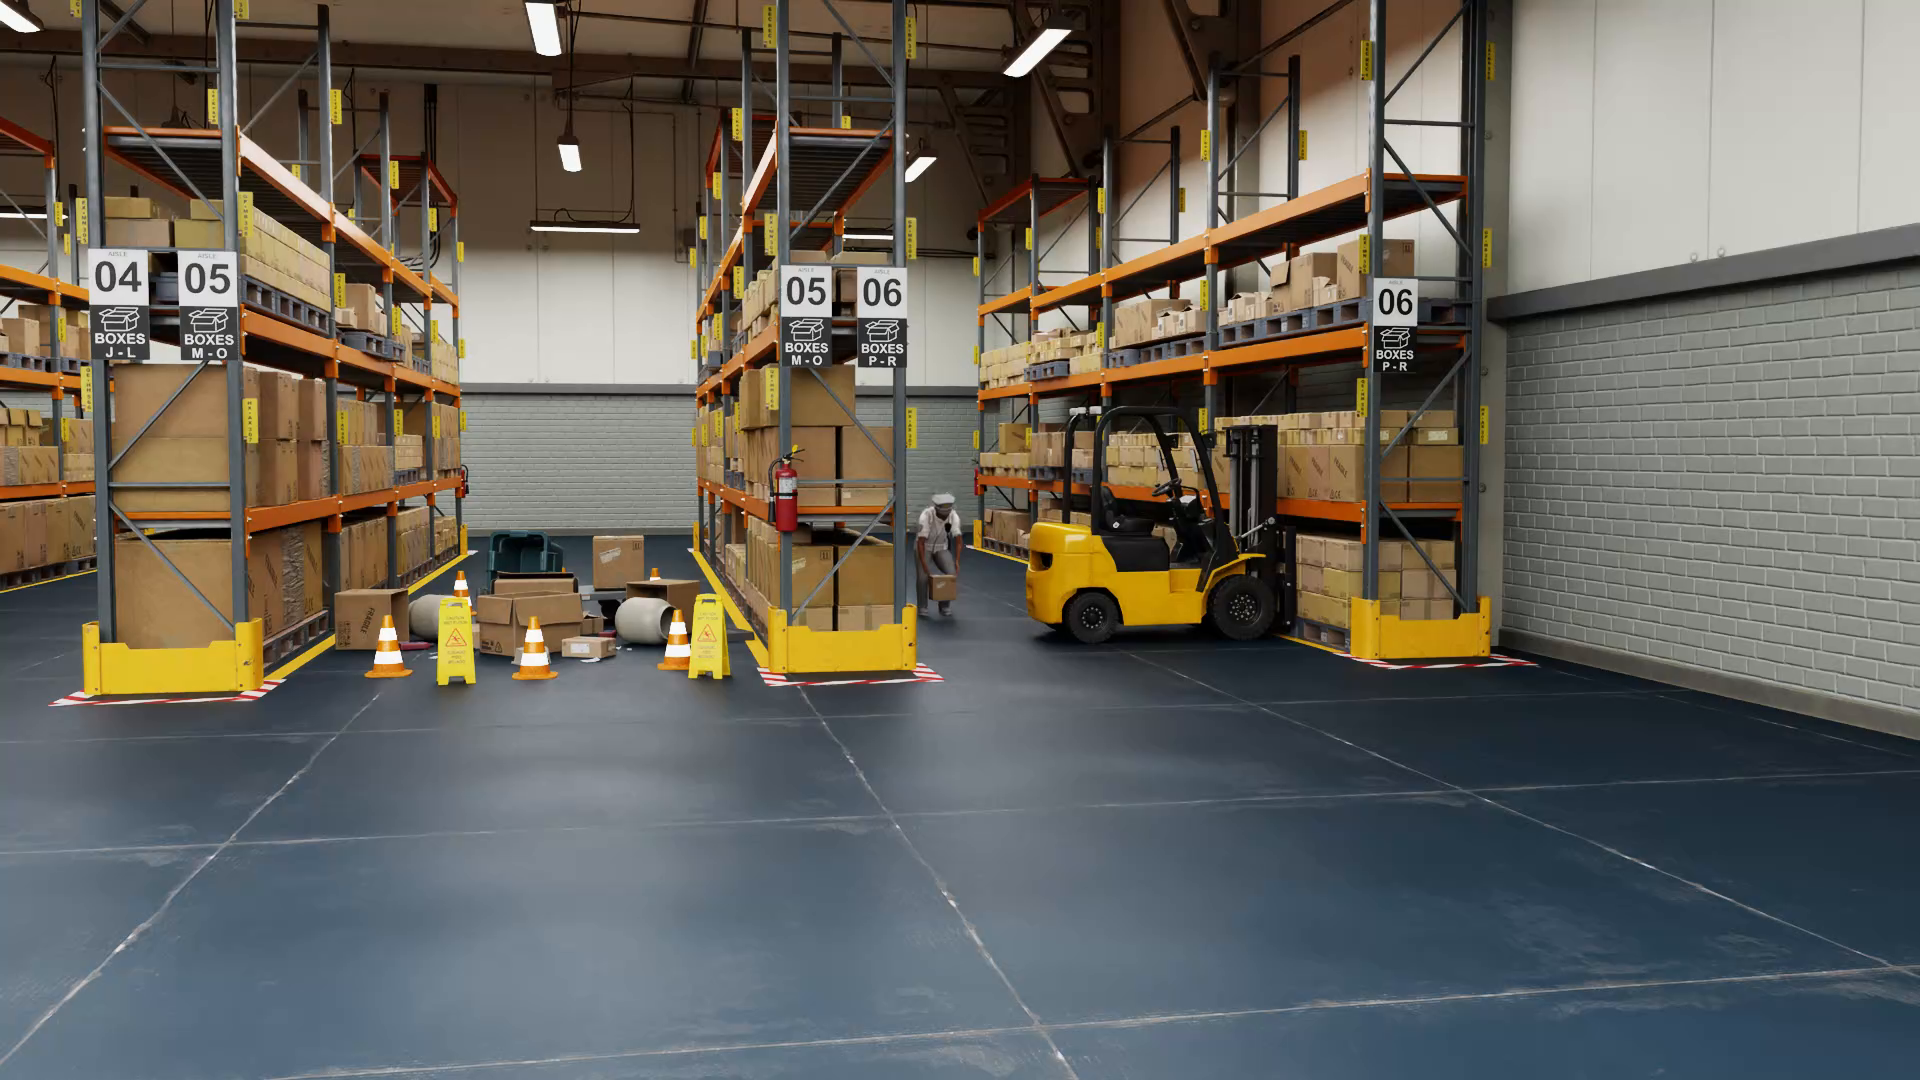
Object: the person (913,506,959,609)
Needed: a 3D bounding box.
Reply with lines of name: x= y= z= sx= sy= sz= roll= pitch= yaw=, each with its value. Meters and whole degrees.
person: x=-0.273 y=0.187 z=17.787 sx=0.443 sy=1.104 sz=0.532 roll=-1 pitch=3 yaw=-11
